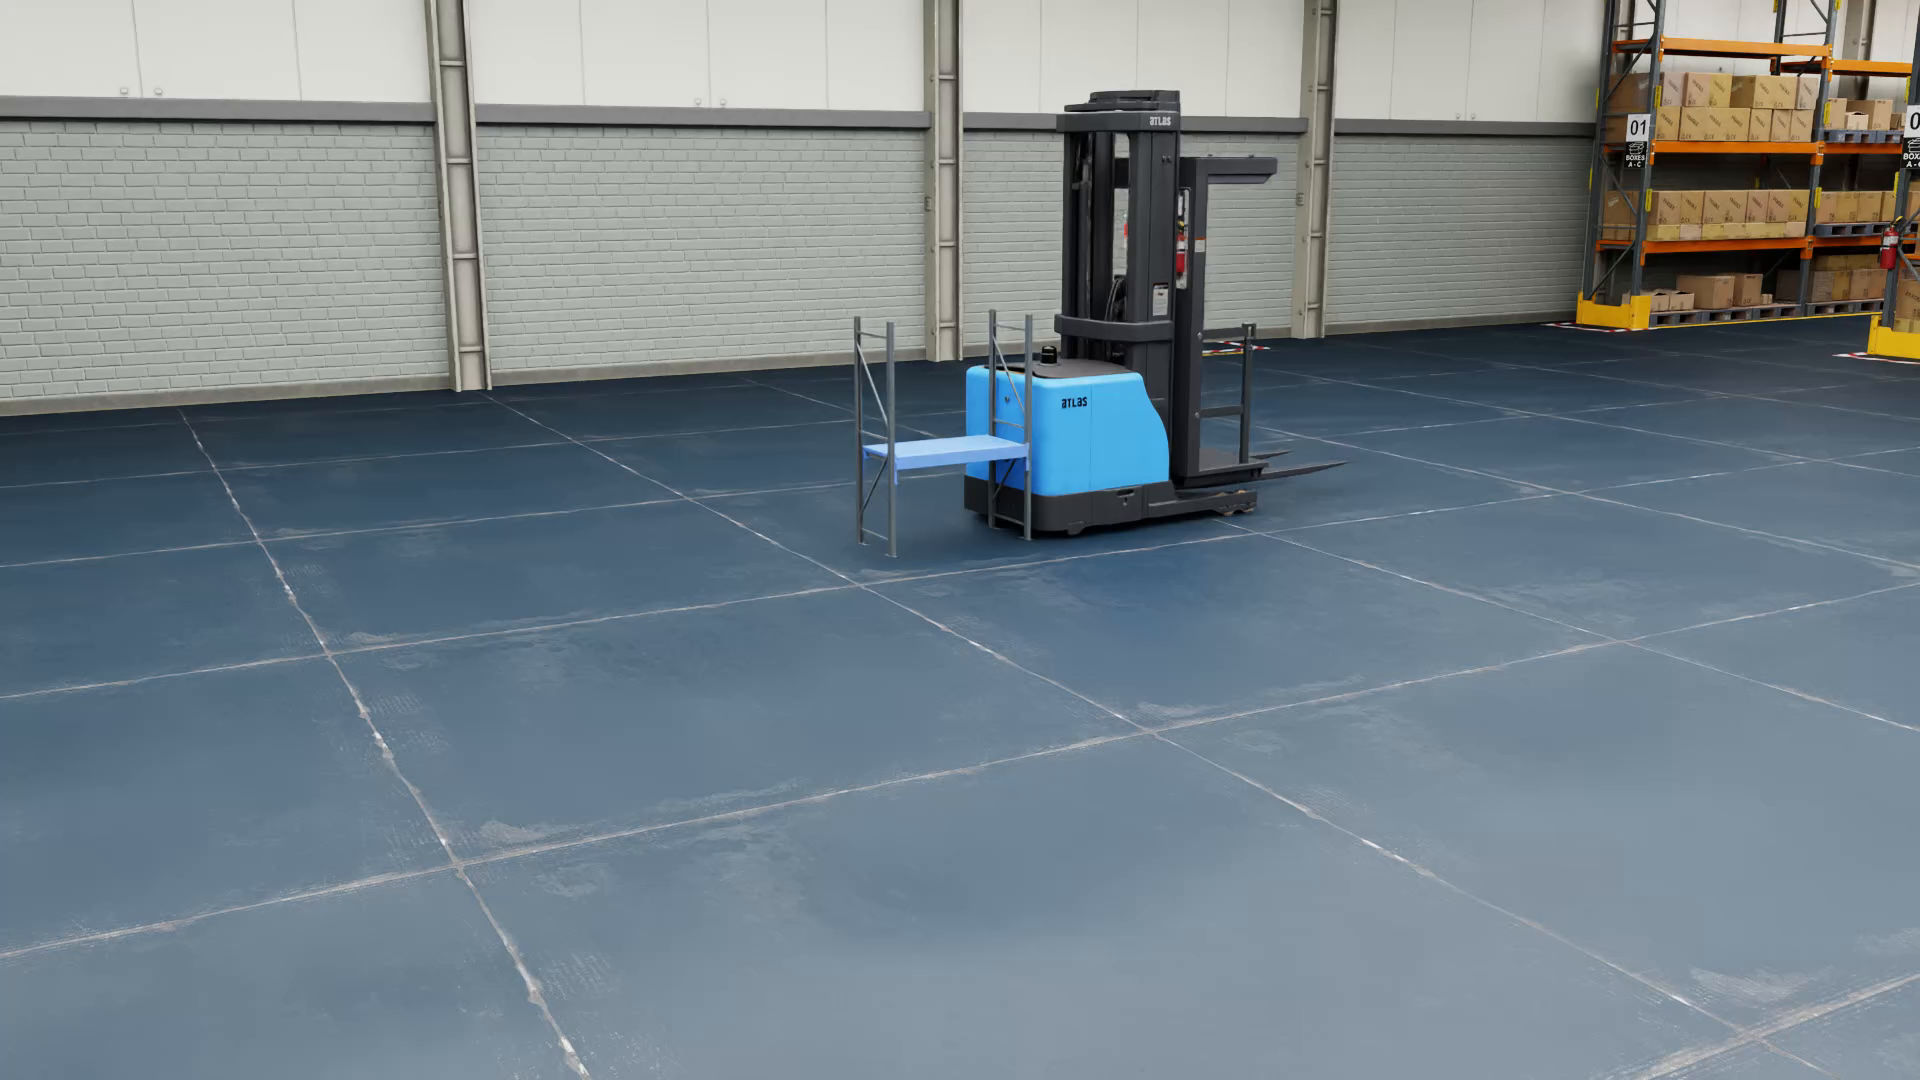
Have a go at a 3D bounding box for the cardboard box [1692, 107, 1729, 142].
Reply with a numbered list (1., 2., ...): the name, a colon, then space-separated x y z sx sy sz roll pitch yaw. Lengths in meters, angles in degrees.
1. cardboard box: 11.480 -6.423 25.711 0.500 0.500 0.500 -6 14 -25

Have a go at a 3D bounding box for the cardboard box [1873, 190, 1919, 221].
1. cardboard box: 16.261 -5.798 28.813 0.500 0.500 0.700 -8 15 -33

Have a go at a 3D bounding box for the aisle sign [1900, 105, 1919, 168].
1. aisle sign: 12.303 -5.173 21.340 0.004 0.787 0.394 -7 14 -28

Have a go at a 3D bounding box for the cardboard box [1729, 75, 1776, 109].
1. cardboard box: 12.396 -7.018 26.078 0.500 0.500 0.500 -7 15 -30

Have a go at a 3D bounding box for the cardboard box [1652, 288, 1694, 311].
1. cardboard box: 11.275 -3.827 26.405 0.500 0.311 0.500 -6 14 -23

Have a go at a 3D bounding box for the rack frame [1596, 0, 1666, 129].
1. rack frame: 10.125 -7.736 24.986 0.127 3.000 1.000 -7 14 -28

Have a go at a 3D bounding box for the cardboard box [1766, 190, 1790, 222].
1. cardboard box: 12.933 -5.369 26.723 0.500 0.500 0.500 -7 14 -28

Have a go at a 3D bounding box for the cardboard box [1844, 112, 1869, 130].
1. cardboard box: 14.694 -6.961 27.624 0.500 0.311 0.500 -6 14 -26

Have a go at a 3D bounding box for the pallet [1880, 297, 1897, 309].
1. pallet: 16.460 -4.208 29.327 1.213 0.211 1.003 -7 14 -28

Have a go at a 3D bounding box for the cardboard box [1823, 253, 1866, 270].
1. cardboard box: 15.113 -4.774 28.472 0.500 0.250 0.500 -7 15 -29

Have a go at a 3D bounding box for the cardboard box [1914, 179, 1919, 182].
1. cardboard box: 17.420 -6.318 29.691 0.500 0.250 0.500 -6 14 -26

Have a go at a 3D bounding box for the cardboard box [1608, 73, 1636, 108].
1. cardboard box: 10.378 -6.914 25.618 0.500 0.500 0.500 -6 14 -25

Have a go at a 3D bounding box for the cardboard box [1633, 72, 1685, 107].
1. cardboard box: 10.579 -6.812 25.165 0.500 0.500 0.500 -8 15 -32

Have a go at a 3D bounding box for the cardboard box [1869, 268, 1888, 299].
1. cardboard box: 15.609 -4.470 28.832 0.500 0.500 0.700 -7 14 -28

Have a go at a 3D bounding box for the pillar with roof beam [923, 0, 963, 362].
1. pillar with roof beam: 1.854 -5.884 16.758 0.400 9.000 9.100 -7 14 -28

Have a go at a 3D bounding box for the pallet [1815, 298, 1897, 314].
1. pallet: 15.390 -4.081 28.760 1.213 0.211 1.003 -7 14 -28

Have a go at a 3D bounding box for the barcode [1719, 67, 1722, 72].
1. barcode: 12.209 -7.556 26.695 0.075 0.075 0.001 -7 14 -28

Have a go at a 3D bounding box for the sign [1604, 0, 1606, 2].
1. sign: 9.876 -8.378 25.351 0.005 0.325 0.100 -7 14 -28

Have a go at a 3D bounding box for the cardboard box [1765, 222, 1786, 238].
1. cardboard box: 12.924 -5.007 26.822 0.500 0.250 0.500 -7 14 -28

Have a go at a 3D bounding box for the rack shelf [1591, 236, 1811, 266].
1. rack shelf: 11.880 -4.668 26.659 4.000 0.370 1.077 -7 14 -28

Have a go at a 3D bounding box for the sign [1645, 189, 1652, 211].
1. sign: 10.385 -5.127 25.085 0.005 0.325 0.100 -7 14 -28

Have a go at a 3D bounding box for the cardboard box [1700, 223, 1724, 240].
1. cardboard box: 11.604 -4.845 26.104 0.500 0.250 0.500 -7 15 -29

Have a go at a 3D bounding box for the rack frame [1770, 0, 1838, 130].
1. rack frame: 13.635 -8.156 26.856 0.127 3.000 1.000 -7 14 -28

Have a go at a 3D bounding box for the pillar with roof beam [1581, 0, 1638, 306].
1. pillar with roof beam: 12.387 -7.146 22.368 0.400 9.000 9.100 -7 14 -28

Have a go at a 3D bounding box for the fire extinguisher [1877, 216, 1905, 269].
1. fire extinguisher: 12.175 -3.894 21.756 0.183 0.674 0.296 -7 14 -28

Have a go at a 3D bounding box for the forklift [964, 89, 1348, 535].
1. forklift: 1.538 -1.687 11.928 3.031 2.935 1.130 -8 15 -33

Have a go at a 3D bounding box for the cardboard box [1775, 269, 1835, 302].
1. cardboard box: 14.274 -4.305 28.099 0.500 0.500 0.700 -6 14 -26

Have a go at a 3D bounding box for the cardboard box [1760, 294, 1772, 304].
1. cardboard box: 13.180 -4.000 27.502 0.250 0.166 0.380 -9 16 -35

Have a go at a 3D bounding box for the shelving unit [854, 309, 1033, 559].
1. shelving unit: -0.106 -0.716 10.876 1.048 1.500 0.538 -7 15 -29

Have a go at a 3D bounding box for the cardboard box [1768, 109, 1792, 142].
1. cardboard box: 12.861 -6.600 26.499 0.500 0.500 0.500 -8 15 -33

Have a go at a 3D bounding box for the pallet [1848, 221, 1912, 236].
1. pallet: 15.429 -5.341 28.445 1.213 0.211 1.003 -7 14 -28

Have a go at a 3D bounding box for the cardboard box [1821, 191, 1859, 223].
1. cardboard box: 14.593 -5.597 27.919 0.500 0.500 0.700 -5 14 -22

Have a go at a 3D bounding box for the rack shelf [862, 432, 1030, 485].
1. rack shelf: -0.106 -0.541 10.915 1.000 0.185 0.538 -7 15 -29

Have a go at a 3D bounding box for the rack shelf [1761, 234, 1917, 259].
1. rack shelf: 15.391 -5.089 28.529 4.000 0.370 1.077 -7 14 -28

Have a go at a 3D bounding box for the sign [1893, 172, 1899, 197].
1. sign: 12.254 -4.641 21.723 0.005 0.325 0.100 -7 14 -28

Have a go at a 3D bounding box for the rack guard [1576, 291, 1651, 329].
1. rack guard: 10.191 -3.597 25.955 0.348 0.500 1.175 -7 14 -28

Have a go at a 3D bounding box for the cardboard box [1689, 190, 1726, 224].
1. cardboard box: 11.583 -5.207 26.001 0.500 0.500 0.500 -7 15 -30

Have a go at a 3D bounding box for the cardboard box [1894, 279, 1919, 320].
1. cardboard box: 12.829 -3.198 22.084 0.500 0.500 0.500 -7 14 -28

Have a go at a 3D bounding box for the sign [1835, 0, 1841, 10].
1. sign: 13.879 -8.544 26.272 0.005 0.325 0.100 -7 14 -28
